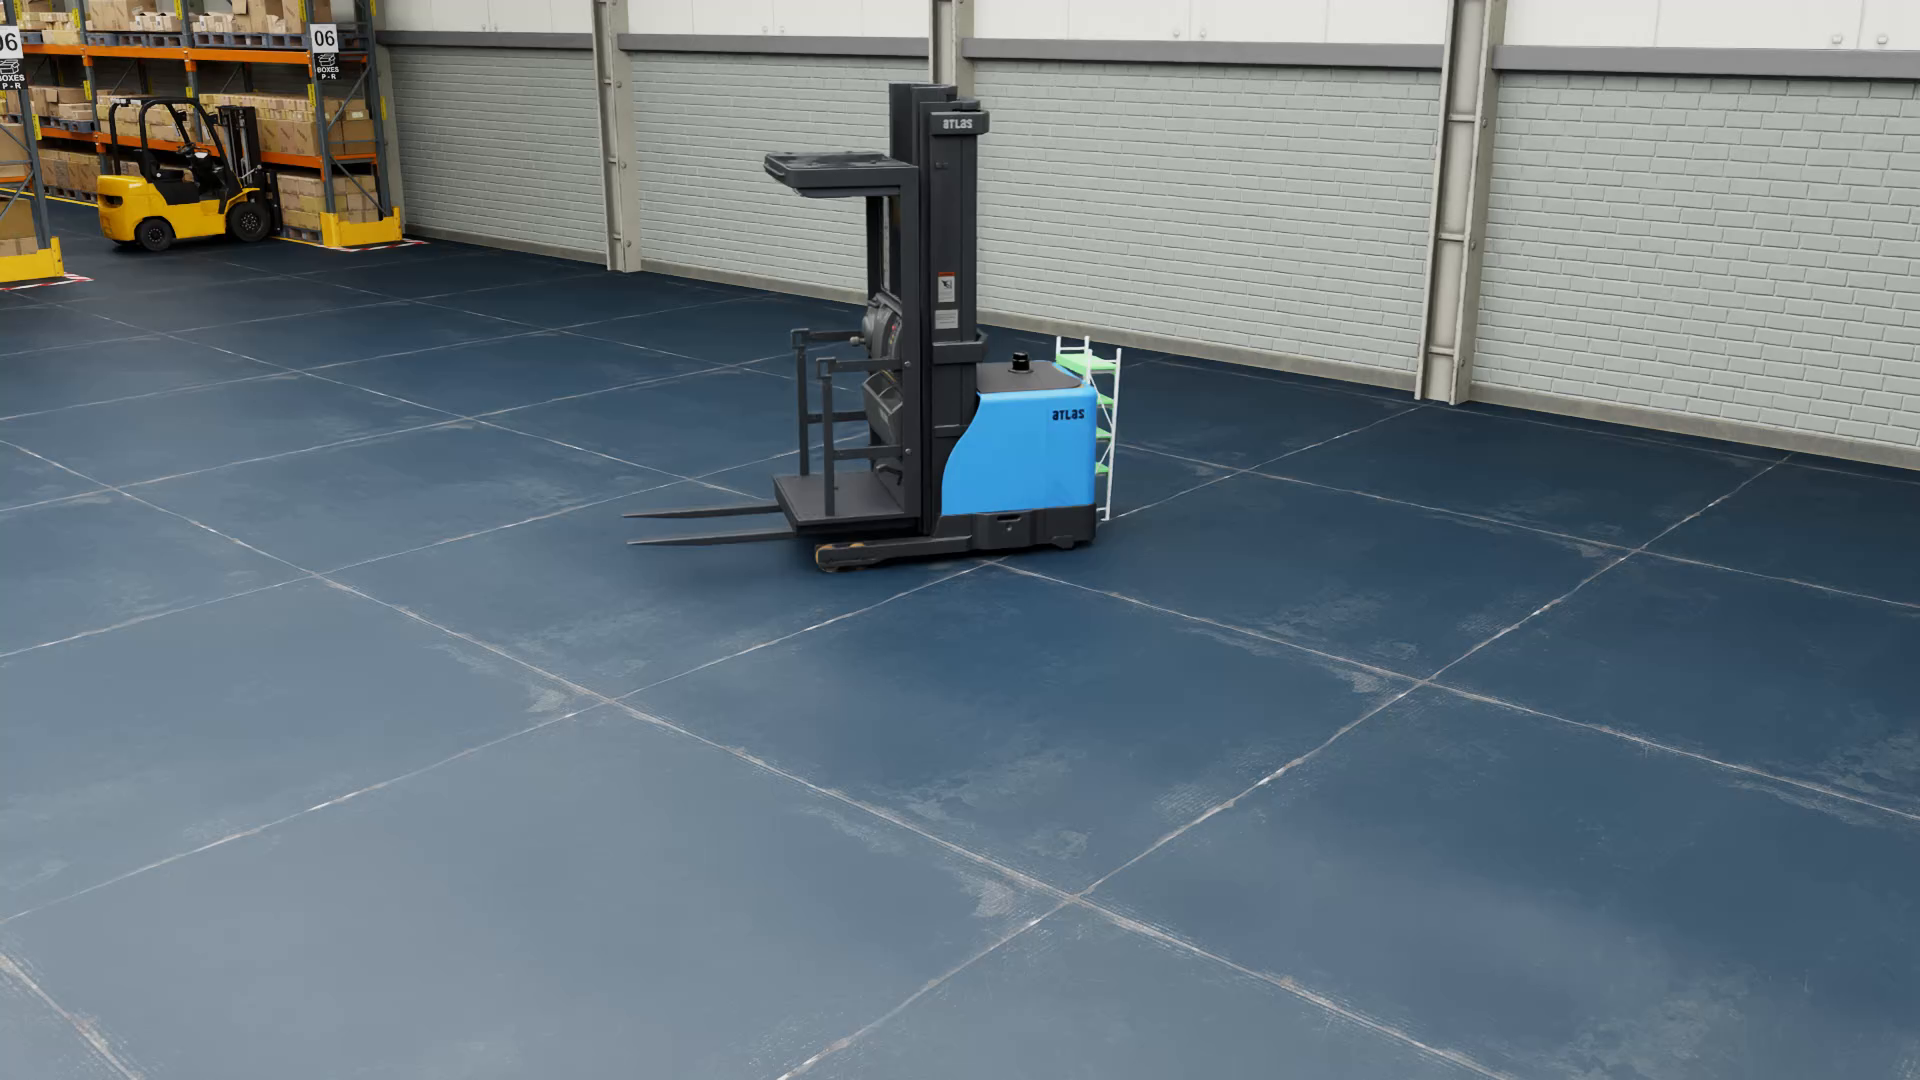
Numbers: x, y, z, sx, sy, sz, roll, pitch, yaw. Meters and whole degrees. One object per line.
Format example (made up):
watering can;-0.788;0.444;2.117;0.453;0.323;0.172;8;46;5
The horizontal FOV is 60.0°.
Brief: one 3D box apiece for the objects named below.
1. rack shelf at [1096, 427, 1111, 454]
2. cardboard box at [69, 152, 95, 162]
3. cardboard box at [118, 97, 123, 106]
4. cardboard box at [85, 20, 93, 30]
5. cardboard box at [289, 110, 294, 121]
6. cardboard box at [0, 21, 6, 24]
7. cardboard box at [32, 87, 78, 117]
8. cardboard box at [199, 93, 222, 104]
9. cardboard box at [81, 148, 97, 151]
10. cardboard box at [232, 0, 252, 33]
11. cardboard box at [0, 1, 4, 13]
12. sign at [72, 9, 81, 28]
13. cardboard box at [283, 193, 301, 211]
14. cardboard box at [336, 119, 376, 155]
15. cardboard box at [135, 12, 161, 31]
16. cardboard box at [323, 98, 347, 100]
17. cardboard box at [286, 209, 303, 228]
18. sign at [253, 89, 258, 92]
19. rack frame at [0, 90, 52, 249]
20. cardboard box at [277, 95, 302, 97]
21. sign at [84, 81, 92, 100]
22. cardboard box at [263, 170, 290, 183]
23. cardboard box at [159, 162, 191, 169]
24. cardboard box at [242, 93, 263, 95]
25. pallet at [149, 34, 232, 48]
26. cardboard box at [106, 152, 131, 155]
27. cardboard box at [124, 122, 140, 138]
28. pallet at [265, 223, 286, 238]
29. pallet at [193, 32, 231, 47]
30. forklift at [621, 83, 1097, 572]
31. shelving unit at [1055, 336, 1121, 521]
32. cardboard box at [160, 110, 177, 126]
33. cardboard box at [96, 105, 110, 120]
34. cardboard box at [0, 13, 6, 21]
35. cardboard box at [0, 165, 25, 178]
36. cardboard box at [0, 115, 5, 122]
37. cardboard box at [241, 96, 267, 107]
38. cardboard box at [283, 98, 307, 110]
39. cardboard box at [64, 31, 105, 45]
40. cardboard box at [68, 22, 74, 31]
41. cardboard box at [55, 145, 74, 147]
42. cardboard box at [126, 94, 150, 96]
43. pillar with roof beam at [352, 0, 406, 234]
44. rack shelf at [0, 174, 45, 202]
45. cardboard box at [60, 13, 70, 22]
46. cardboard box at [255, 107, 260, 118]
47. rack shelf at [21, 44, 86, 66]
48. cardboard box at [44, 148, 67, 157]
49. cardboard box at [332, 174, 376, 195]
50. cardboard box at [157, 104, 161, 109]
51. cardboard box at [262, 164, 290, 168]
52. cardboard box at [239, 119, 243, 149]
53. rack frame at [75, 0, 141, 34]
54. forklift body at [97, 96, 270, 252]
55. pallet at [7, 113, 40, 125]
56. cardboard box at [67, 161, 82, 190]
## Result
rack shelf;0.851;-0.714;11.569;0.258;0.148;0.480;-4;18;-22
cardboard box;-16.413;-7.175;31.128;0.250;0.149;0.380;15;23;38
cardboard box;-14.473;-7.669;29.081;0.250;0.149;0.380;15;23;40
cardboard box;-15.070;-9.019;29.140;0.250;0.166;0.380;15;23;39
cardboard box;-9.955;-6.459;25.268;0.250;0.149;0.380;16;23;40
cardboard box;-17.991;-9.743;31.450;0.250;0.149;0.380;15;23;40
cardboard box;-16.933;-8.233;31.237;0.500;0.500;0.700;15;23;39
cardboard box;-12.096;-7.156;26.972;0.250;0.149;0.380;16;23;40
cardboard box;-16.658;-7.454;32.006;0.250;0.149;0.380;15;23;40
cardboard box;-10.750;-8.100;25.688;0.637;0.503;0.797;16;24;41
cardboard box;-18.128;-10.153;31.564;0.258;0.266;0.396;15;23;39
sign;-15.491;-9.146;29.157;0.005;0.325;0.100;15;23;39
cardboard box;-10.085;-5.244;25.700;0.500;0.250;0.500;15;23;39
cardboard box;-9.332;-6.195;25.509;0.500;0.500;0.500;16;24;41
cardboard box;-13.415;-8.668;27.795;0.500;0.311;0.500;14;22;37
cardboard box;-9.635;-6.710;25.566;0.250;0.149;0.380;16;23;40
cardboard box;-10.073;-5.000;25.759;0.500;0.250;0.500;15;23;39
sign;-11.770;-7.365;27.797;0.005;0.325;0.100;15;23;39
rack frame;-12.438;-4.862;21.472;0.127;3.000;1.000;15;23;39
cardboard box;-10.593;-6.969;26.383;0.250;0.149;0.380;16;24;41
sign;-15.482;-7.981;29.518;0.005;0.325;0.100;15;23;39
cardboard box;-10.841;-5.677;26.240;0.500;0.250;0.500;14;23;38
cardboard box;-13.674;-6.267;29.132;0.625;0.625;0.875;14;22;37
cardboard box;-11.538;-7.232;27.211;0.250;0.149;0.380;14;23;38
pallet;-12.806;-8.301;27.668;1.217;0.209;0.805;14;22;37
cardboard box;-15.733;-7.176;31.131;0.250;0.149;0.380;15;23;40
cardboard box;-14.197;-7.172;29.000;0.500;0.250;0.500;14;22;38
pallet;-10.654;-5.046;26.661;1.213;0.211;1.003;15;23;39
pallet;-11.482;-8.011;26.582;1.213;0.211;1.003;15;23;39
forklift;-0.679;-1.373;10.591;3.031;2.935;1.130;-4;18;-14
shelving unit;0.854;-0.775;11.551;0.258;1.200;0.503;-4;18;-22
cardboard box;-13.064;-7.098;27.940;0.500;0.250;0.500;14;23;38
cardboard box;-14.976;-7.609;29.549;0.500;0.250;0.500;15;23;39
cardboard box;-17.780;-9.837;31.255;0.250;0.149;0.380;14;23;38
cardboard box;-12.554;-4.857;21.873;0.250;0.149;0.380;15;23;39
cardboard box;-18.736;-8.329;32.814;0.250;0.149;0.380;16;24;41
cardboard box;-11.080;-6.915;26.214;0.250;0.149;0.380;15;23;39
cardboard box;-10.109;-6.664;25.422;0.250;0.149;0.380;15;23;40
cardboard box;-15.674;-8.998;29.795;0.500;0.250;0.500;14;22;37
cardboard box;-15.735;-9.213;29.814;0.250;0.149;0.380;14;23;38
cardboard box;-17.654;-7.704;32.794;0.250;0.149;0.380;14;22;37
cardboard box;-14.752;-7.929;29.900;0.250;0.149;0.380;16;24;41
pillar with roof beam;-11.926;-8.215;22.120;0.400;9.000;9.100;15;23;39
rack shelf;-13.934;-4.920;22.846;4.000;0.370;1.077;15;23;39
cardboard box;-15.942;-9.403;29.918;0.250;0.149;0.380;14;22;37
cardboard box;-10.930;-6.707;26.049;0.250;0.149;0.380;14;23;38
rack shelf;-16.625;-9.080;30.995;4.000;0.370;1.077;15;23;39
cardboard box;-17.357;-7.442;31.967;0.250;0.149;0.380;15;23;38
cardboard box;-9.380;-5.491;25.653;0.500;0.250;0.500;15;23;38
cardboard box;-13.333;-7.362;28.113;0.250;0.149;0.380;14;23;38
cardboard box;-11.252;-6.001;27.262;0.500;0.250;0.500;15;23;38
cardboard box;-11.199;-6.486;26.425;0.500;0.500;0.500;15;23;39
rack frame;-15.129;-10.451;29.167;0.127;3.000;1.000;15;23;39
forklift body;-11.775;-5.549;25.041;1.214;2.155;2.313;15;23;39
pallet;-17.596;-8.118;32.051;1.213;0.211;1.003;15;23;39
cardboard box;-16.349;-6.844;31.157;0.500;0.500;0.500;16;24;42
